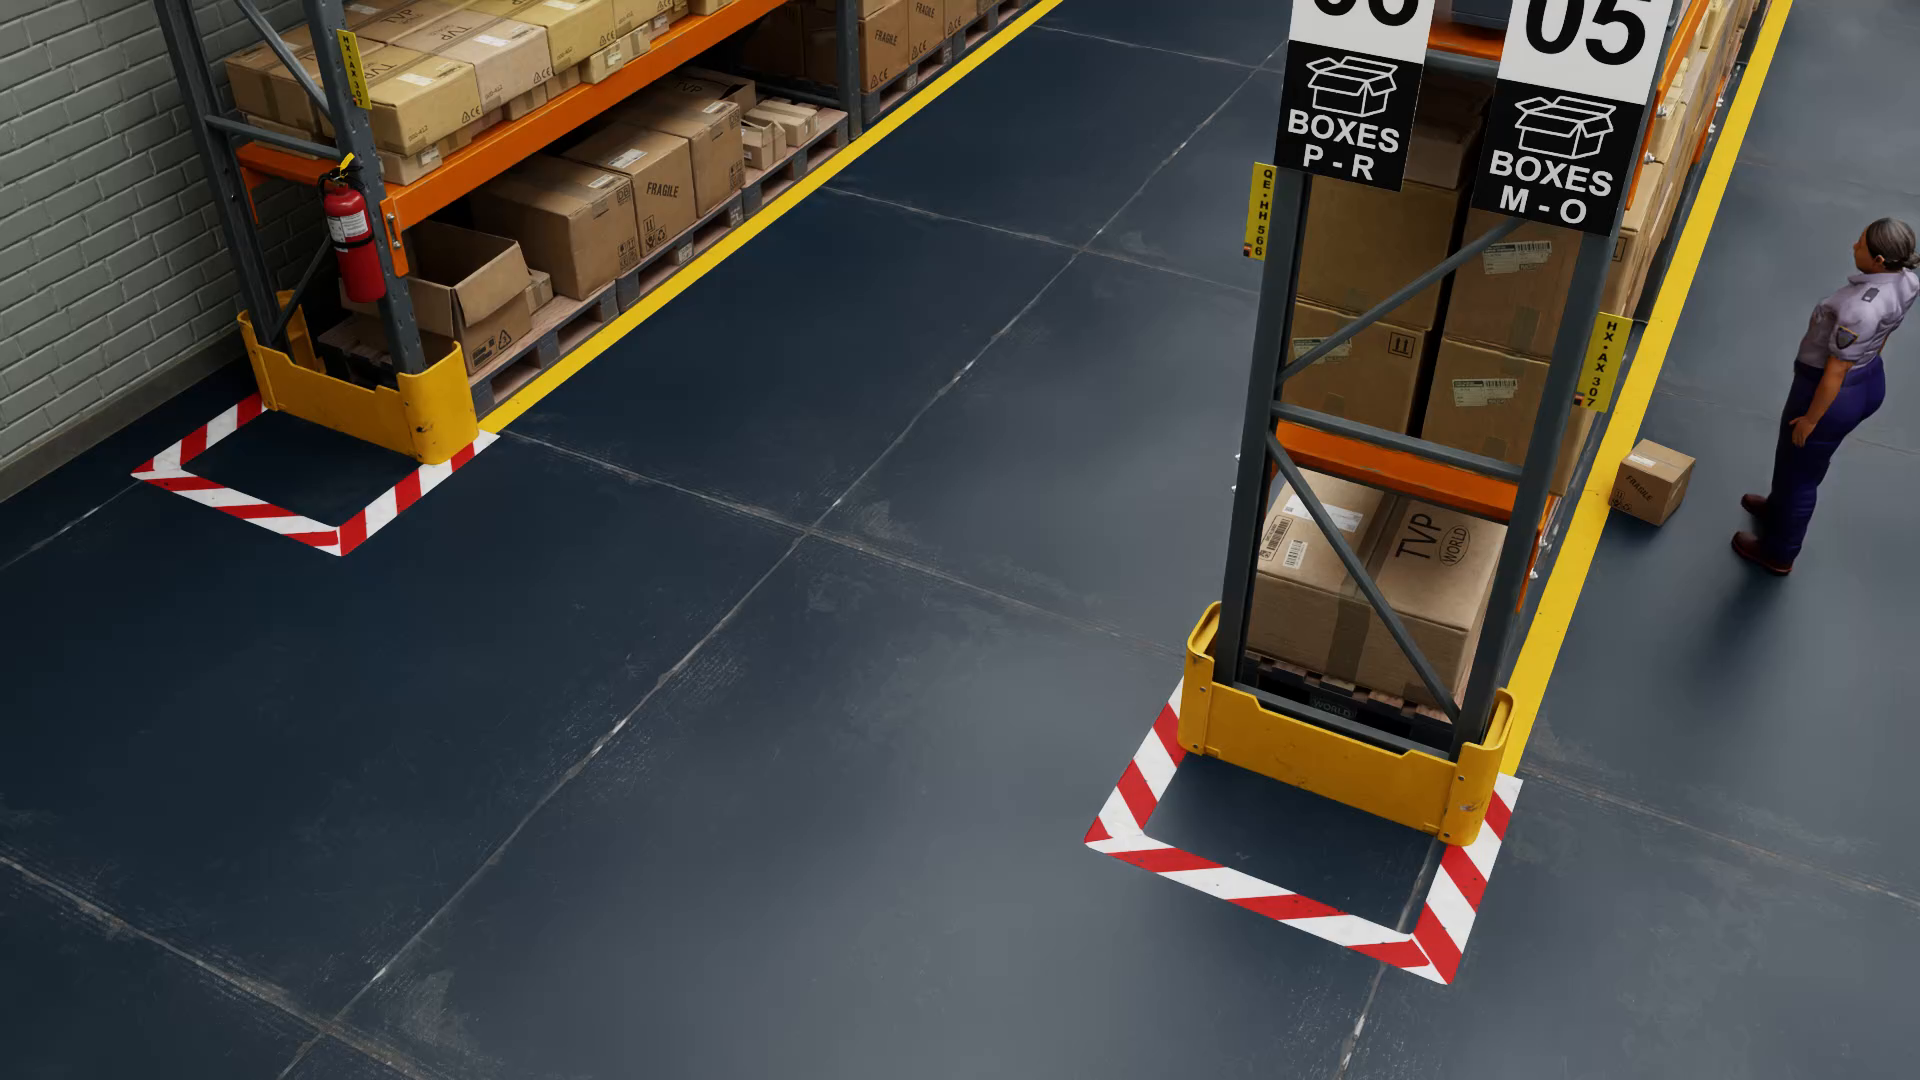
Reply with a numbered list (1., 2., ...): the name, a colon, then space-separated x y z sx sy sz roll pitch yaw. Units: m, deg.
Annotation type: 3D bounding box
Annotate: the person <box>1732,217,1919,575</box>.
1. person: 3.605 -0.637 6.970 0.568 1.665 0.467 -27 45 -30
